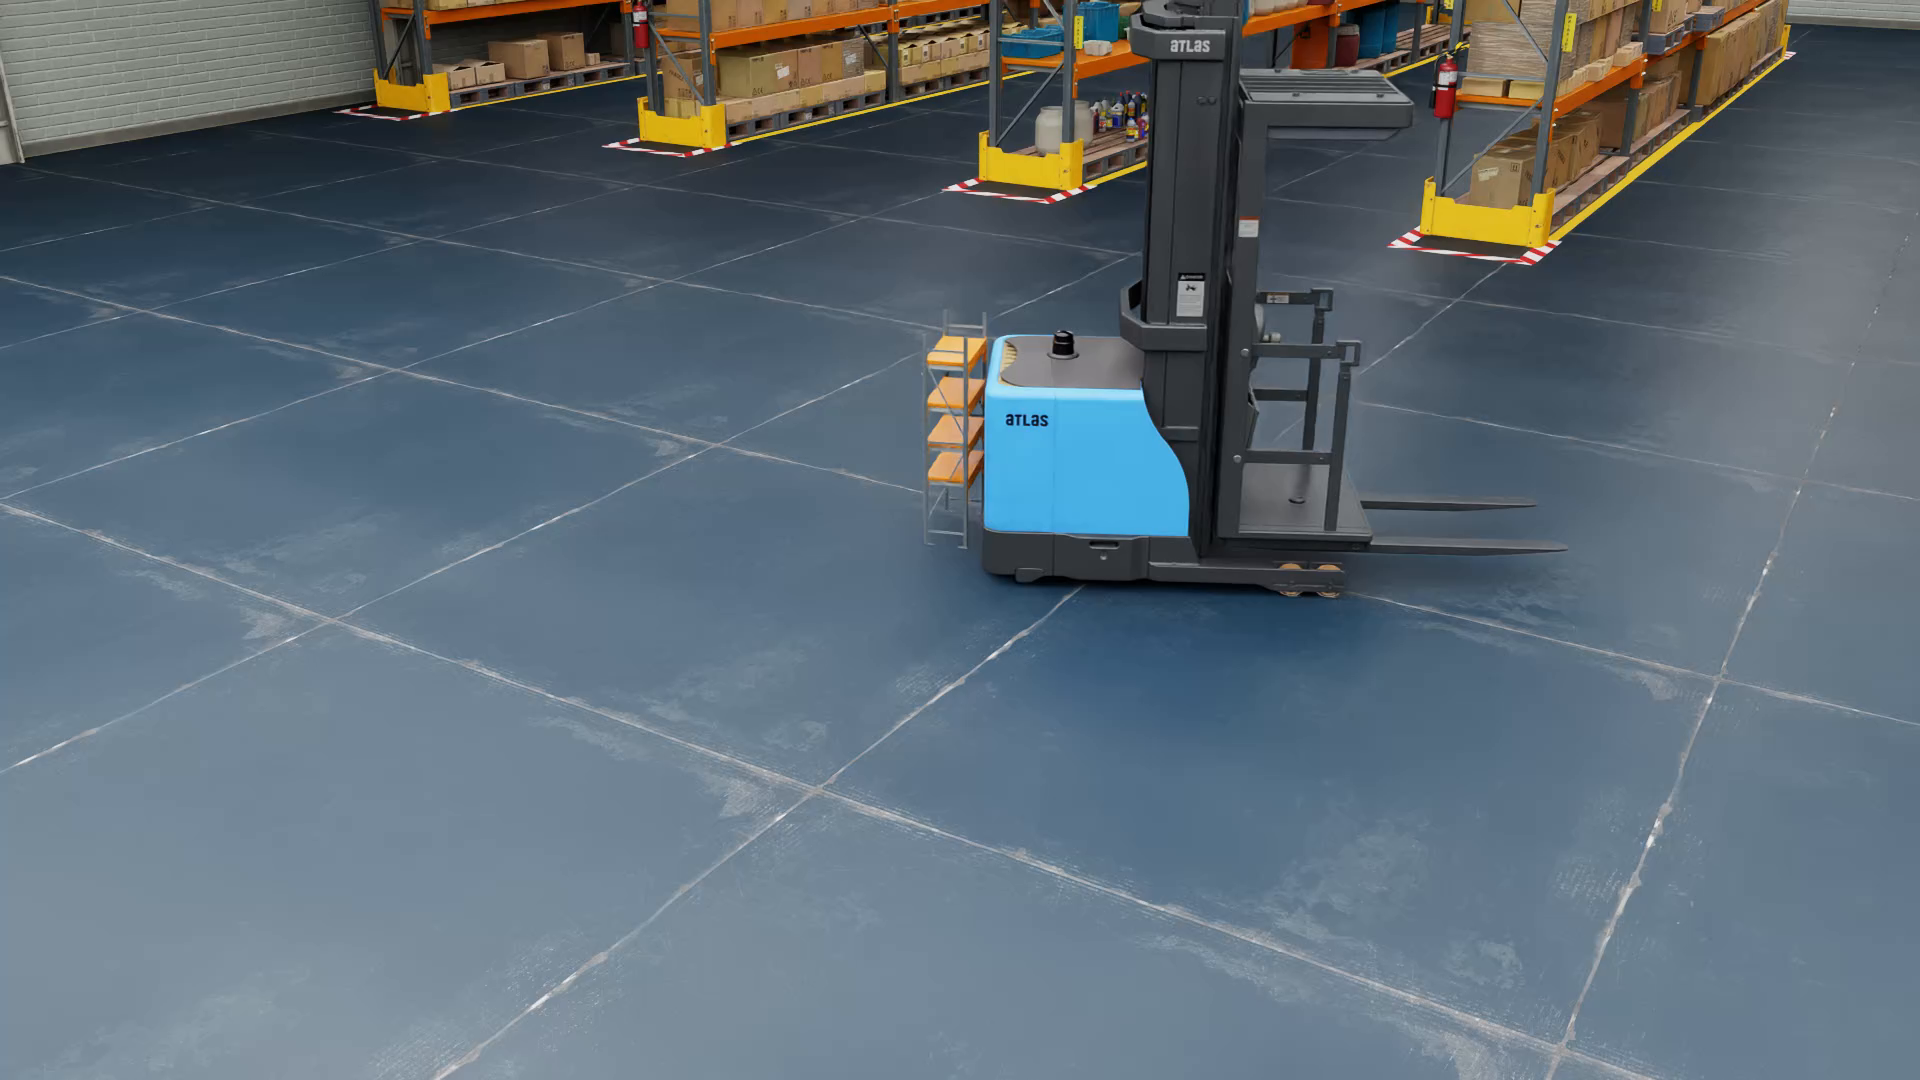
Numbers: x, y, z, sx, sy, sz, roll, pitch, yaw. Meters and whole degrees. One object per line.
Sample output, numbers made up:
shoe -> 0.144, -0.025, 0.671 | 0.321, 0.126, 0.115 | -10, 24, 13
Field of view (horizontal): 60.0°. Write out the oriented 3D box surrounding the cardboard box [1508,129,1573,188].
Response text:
cardboard box -> 5.957, -3.927, 17.163 | 0.500, 0.500, 0.500 | 17, 29, 34

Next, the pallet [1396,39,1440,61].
pallet -> 7.458, -8.323, 28.209 | 1.003, 0.211, 1.213 | 14, 27, 29

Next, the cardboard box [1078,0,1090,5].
cardboard box -> 1.907, -9.334, 28.685 | 0.500, 0.250, 0.500 | 14, 27, 29

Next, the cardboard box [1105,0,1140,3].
cardboard box -> 2.957, -9.692, 30.454 | 0.500, 0.500, 0.500 | 14, 27, 29

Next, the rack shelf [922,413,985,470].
rack shelf -> -0.025, -0.548, 9.175 | 0.258, 0.148, 0.480 | 5, 24, 12

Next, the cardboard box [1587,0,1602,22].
cardboard box -> 5.773, -5.195, 15.715 | 0.500, 0.500, 0.500 | 14, 27, 29

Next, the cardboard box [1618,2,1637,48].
cardboard box -> 6.801, -5.651, 18.028 | 0.875, 0.500, 0.500 | 14, 27, 29

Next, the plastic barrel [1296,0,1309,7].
plastic barrel -> 4.632, -7.655, 23.017 | 0.421, 0.512, 0.421 | 0, 23, 0

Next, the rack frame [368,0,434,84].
rack frame -> -7.643, -7.372, 22.503 | 1.000, 3.000, 0.127 | 14, 27, 29

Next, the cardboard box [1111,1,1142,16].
cardboard box -> 2.880, -9.213, 29.349 | 0.500, 0.500, 0.500 | 14, 27, 29

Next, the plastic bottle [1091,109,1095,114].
plastic bottle -> 1.526, -5.039, 19.988 | 0.152, 0.276, 0.135 | 14, 27, 29

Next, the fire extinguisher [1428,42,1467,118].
fire extinguisher -> 4.529, -4.280, 15.459 | 0.296, 0.674, 0.183 | 14, 27, 29

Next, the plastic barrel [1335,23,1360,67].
plastic barrel -> 5.833, -7.632, 25.610 | 0.600, 0.588, 0.708 | 14, 27, 29

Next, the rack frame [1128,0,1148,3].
rack frame -> 2.897, -10.385, 29.464 | 1.000, 3.000, 0.127 | 14, 27, 29

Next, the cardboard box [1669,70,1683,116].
cardboard box -> 8.865, -5.782, 21.424 | 0.700, 0.500, 0.500 | 12, 26, 26

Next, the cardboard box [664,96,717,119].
cardboard box -> -3.401, -5.509, 21.132 | 0.500, 0.250, 0.500 | 14, 27, 29

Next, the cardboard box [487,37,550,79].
cardboard box -> -6.472, -7.071, 24.400 | 0.700, 0.500, 0.500 | 12, 26, 26

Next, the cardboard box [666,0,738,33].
cardboard box -> -3.176, -6.536, 20.446 | 0.700, 0.500, 0.500 | 14, 27, 29

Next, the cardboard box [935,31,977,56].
cardboard box -> -0.083, -7.480, 24.979 | 0.500, 0.311, 0.500 | 15, 27, 30

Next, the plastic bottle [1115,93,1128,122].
plastic bottle -> 2.005, -5.383, 20.689 | 0.144, 0.351, 0.185 | 13, 26, 27

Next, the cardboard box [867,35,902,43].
cardboard box -> -1.084, -7.247, 24.441 | 0.500, 0.311, 0.500 | 15, 27, 30

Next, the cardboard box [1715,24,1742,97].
cardboard box -> 10.060, -6.703, 23.105 | 1.225, 0.875, 0.875 | 14, 27, 29

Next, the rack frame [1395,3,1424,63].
rack frame -> 7.103, -9.346, 27.063 | 1.000, 3.000, 0.127 | 14, 27, 29

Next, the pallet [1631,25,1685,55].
pallet -> 7.618, -5.747, 18.992 | 1.003, 0.211, 1.213 | 14, 27, 29

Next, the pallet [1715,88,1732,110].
pallet -> 10.325, -6.339, 23.626 | 1.003, 0.211, 1.213 | 14, 27, 29

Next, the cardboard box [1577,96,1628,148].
cardboard box -> 7.433, -4.865, 19.306 | 0.700, 0.500, 0.500 | 12, 26, 25

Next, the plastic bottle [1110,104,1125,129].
plastic bottle -> 1.920, -5.183, 20.320 | 0.152, 0.276, 0.135 | 14, 27, 29

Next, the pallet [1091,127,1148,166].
pallet -> 1.851, -4.735, 19.921 | 1.003, 0.211, 1.213 | 14, 27, 29

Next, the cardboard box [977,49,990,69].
cardboard box -> 0.180, -7.393, 25.485 | 0.500, 0.250, 0.500 | 15, 27, 30

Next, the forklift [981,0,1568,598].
forklift -> 1.653, -1.268, 8.489 | 3.031, 2.935, 1.130 | 2, 23, 4

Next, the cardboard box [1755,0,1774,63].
cardboard box -> 12.202, -8.035, 26.182 | 0.875, 0.875, 0.875 | 14, 27, 29

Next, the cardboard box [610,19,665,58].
cardboard box -> -5.159, -8.029, 26.613 | 0.700, 0.500, 0.500 | 15, 28, 31

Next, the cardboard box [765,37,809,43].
cardboard box -> -2.361, -6.532, 22.551 | 0.500, 0.500, 0.500 | 14, 27, 29

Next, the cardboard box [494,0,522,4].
cardboard box -> -6.581, -7.759, 23.562 | 0.500, 0.250, 0.500 | 13, 27, 28

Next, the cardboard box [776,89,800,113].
cardboard box -> -2.436, -5.738, 21.662 | 0.500, 0.250, 0.500 | 14, 27, 29

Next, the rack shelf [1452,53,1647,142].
rack shelf -> 6.036, -4.603, 17.012 | 1.077, 0.370, 4.000 | 14, 27, 29

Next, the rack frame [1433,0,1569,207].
rack frame -> 4.981, -4.258, 15.310 | 1.000, 3.000, 0.127 | 14, 27, 29

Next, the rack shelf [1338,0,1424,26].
rack shelf -> 6.048, -8.341, 25.647 | 1.077, 0.370, 4.000 | 14, 27, 29

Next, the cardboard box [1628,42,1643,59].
cardboard box -> 7.227, -5.358, 18.168 | 0.380, 0.149, 0.250 | 14, 27, 29

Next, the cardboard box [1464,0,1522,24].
cardboard box -> 5.061, -5.136, 15.580 | 0.500, 0.500, 0.500 | 14, 27, 29

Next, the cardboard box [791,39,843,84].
cardboard box -> -1.916, -6.422, 22.297 | 0.500, 0.500, 0.500 | 14, 27, 29

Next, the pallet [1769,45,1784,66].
pallet -> 13.066, -8.092, 27.677 | 1.003, 0.211, 1.213 | 14, 27, 29

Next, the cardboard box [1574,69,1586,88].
cardboard box -> 5.879, -4.522, 16.236 | 0.380, 0.149, 0.250 | 14, 27, 29

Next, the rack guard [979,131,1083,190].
rack guard -> 0.773, -4.184, 18.286 | 1.175, 0.500, 0.348 | 14, 27, 29

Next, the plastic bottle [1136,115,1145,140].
plastic bottle -> 2.129, -4.870, 19.590 | 0.061, 0.283, 0.133 | 14, 27, 30

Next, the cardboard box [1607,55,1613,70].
cardboard box -> 6.526, -4.947, 17.218 | 0.380, 0.149, 0.250 | 14, 27, 29

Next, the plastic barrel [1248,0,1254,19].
plastic barrel -> 3.574, -6.985, 21.439 | 0.433, 0.535, 0.433 | 0, 23, 0

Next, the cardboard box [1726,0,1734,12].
cardboard box -> 10.226, -7.459, 22.578 | 0.500, 0.500, 0.500 | 13, 27, 28

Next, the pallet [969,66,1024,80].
pallet -> 0.320, -7.486, 26.276 | 1.003, 0.211, 1.213 | 14, 27, 29

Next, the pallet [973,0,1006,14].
pallet -> 0.441, -11.206, 34.870 | 1.003, 0.211, 1.213 | 14, 27, 29

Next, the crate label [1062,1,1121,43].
crate label -> 1.514, -5.990, 19.266 | 0.502, 0.435, 0.616 | 14, 27, 29

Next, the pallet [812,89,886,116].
pallet -> -1.778, -6.146, 23.181 | 1.003, 0.211, 1.213 | 14, 27, 29

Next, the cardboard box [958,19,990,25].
cardboard box -> 0.261, -8.108, 26.430 | 0.500, 0.311, 0.500 | 15, 28, 31

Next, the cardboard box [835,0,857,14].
cardboard box -> -1.824, -7.400, 22.443 | 0.700, 0.500, 0.500 | 14, 27, 28

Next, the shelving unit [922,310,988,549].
shelving unit -> -0.025, -0.610, 9.148 | 0.258, 1.200, 0.503 | 5, 24, 12

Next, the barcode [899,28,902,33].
barcode -> -0.835, -7.179, 23.442 | 0.001, 0.075, 0.075 | 14, 27, 29
